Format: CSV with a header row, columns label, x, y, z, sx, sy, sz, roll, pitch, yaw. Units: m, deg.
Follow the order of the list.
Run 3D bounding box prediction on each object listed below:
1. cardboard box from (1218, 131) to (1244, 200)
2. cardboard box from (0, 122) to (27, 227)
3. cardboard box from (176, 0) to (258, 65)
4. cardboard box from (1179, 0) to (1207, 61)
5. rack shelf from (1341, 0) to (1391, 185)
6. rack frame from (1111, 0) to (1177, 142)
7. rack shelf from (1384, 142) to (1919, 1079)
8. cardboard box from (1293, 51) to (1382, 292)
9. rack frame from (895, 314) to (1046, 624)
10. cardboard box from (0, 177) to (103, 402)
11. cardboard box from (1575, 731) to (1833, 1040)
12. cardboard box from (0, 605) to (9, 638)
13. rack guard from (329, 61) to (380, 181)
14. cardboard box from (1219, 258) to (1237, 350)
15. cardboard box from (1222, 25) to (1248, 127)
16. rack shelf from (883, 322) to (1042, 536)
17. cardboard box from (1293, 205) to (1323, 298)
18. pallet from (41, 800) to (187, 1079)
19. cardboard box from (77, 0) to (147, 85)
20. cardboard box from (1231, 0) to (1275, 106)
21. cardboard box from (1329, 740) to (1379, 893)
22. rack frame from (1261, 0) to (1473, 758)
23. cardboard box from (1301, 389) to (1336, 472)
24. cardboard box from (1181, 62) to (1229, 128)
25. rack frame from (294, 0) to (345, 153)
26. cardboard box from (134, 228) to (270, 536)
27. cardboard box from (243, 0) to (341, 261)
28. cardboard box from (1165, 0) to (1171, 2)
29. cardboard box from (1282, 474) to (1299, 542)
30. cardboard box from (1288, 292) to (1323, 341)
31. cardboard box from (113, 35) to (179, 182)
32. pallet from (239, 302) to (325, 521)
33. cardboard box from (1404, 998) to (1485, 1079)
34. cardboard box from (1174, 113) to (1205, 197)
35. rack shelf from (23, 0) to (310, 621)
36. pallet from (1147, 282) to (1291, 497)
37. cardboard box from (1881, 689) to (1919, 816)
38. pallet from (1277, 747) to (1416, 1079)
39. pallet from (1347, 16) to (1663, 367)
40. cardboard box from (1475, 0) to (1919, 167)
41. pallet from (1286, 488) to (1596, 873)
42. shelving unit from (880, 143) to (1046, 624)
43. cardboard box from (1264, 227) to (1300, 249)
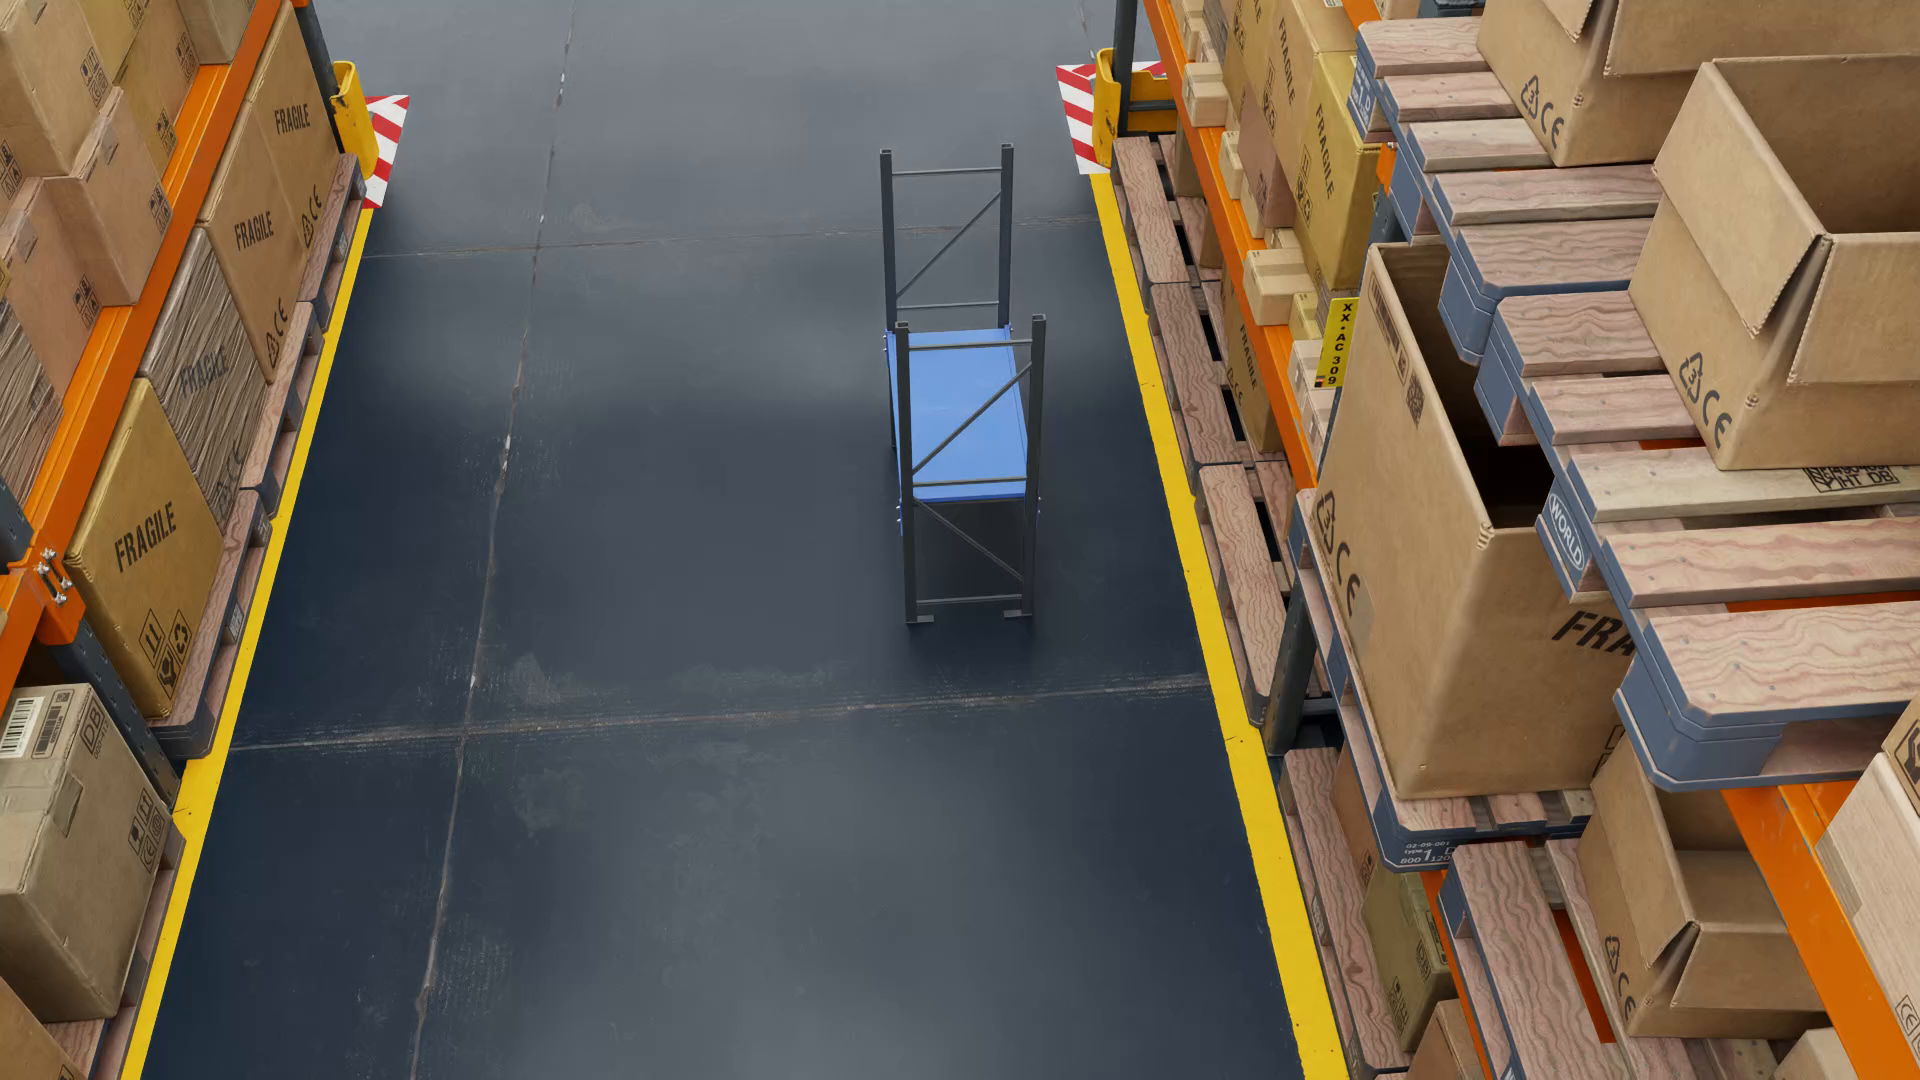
label,x,y,z,sx,sy,sz,roll,pitch,yaw
cardboard box,1.205,-1.441,6.358,0.380,0.149,0.250,-3,47,-3
cardboard box,-3.483,-1.158,5.070,0.875,0.550,0.550,-3,47,-3
cardboard box,-3.515,-2.358,6.950,0.875,0.550,0.550,-3,47,-3
cardboard box,1.141,-2.165,7.044,0.380,0.149,0.250,-3,47,-3
rack shelf,1.459,-2.534,5.650,1.077,0.370,4.000,-3,47,-3
rack frame,1.292,-3.197,7.848,1.000,3.000,0.127,-3,47,-3
rack shelf,1.794,0.360,2.909,1.077,0.370,4.000,-3,47,-3
cardboard box,1.315,-1.092,4.893,0.500,0.500,0.500,-3,47,-3
rack frame,0.035,-0.210,6.052,0.500,1.500,0.032,-3,47,-3
cardboard box,-3.436,-0.789,5.465,0.875,0.550,0.550,-3,47,-3
cardboard box,1.864,0.766,3.735,0.797,0.503,0.637,1,47,1
cardboard box,-3.014,0.252,4.513,0.500,0.500,0.500,-4,47,-4
rack guard,-3.661,-2.127,8.556,1.175,0.500,0.348,-3,47,-3
cardboard box,1.445,-1.145,7.337,0.500,0.500,0.500,0,47,0
cardboard box,1.501,-1.853,6.302,0.875,0.500,0.500,-3,47,-3
rack shelf,-0.007,-0.454,6.531,0.538,0.185,1.000,-3,47,-3
cardboard box,1.644,-1.133,5.620,0.875,0.500,0.500,-3,47,-3
pallet,-3.185,1.438,5.379,1.003,0.211,1.213,-3,47,-3
cardboard box,-3.443,-1.940,5.810,0.875,0.550,0.500,-3,47,-3
cardboard box,1.231,-1.816,5.578,0.500,0.500,0.500,-3,47,-3
cardboard box,1.656,0.851,5.433,0.700,0.500,0.500,-7,47,-6
rack frame,1.626,-0.303,5.108,1.000,3.000,0.127,-3,47,-3
cardboard box,1.316,-0.354,5.329,0.380,0.149,0.250,-3,47,-3
cardboard box,1.107,-1.799,6.697,0.380,0.149,0.250,-3,47,-3
rack frame,-3.659,-2.969,7.632,1.000,3.000,0.127,-3,47,-3
cardboard box,-3.387,-0.600,6.563,0.875,0.875,0.875,-3,47,-3
cardboard box,-3.537,-1.896,7.790,0.875,0.875,0.875,-3,47,-3
cardboard box,1.086,-2.526,7.386,0.380,0.149,0.250,-3,47,-3
cardboard box,1.577,-0.294,6.531,0.500,0.500,0.500,10,47,9
cardboard box,1.343,-0.720,5.676,0.380,0.149,0.250,-3,47,-3
cardboard box,-3.508,-1.564,6.199,0.875,0.550,0.500,-3,47,-3
pallet,-3.415,-0.556,7.267,1.003,0.211,1.213,-3,47,-3
cardboard box,1.725,1.602,4.722,0.700,0.500,0.500,-7,47,-7
cardboard box,1.327,-2.029,8.175,0.500,0.500,0.500,4,47,4
rack shelf,-3.492,-1.274,6.523,1.077,0.370,4.000,-3,47,-3
pallet,1.430,-0.713,7.416,1.003,0.211,1.213,-3,47,-3
cardboard box,1.592,0.294,2.063,0.500,0.500,0.500,-3,47,-3
pallet,1.693,1.219,5.587,1.003,0.211,1.213,-3,47,-3
pallet,1.572,-0.817,3.658,1.213,0.211,1.003,-3,47,-3
cardboard box,1.567,-1.168,3.501,0.797,0.503,0.637,-6,47,-5
pallet,1.545,0.325,4.645,1.003,0.211,1.213,-3,47,-3
shelving unit,-0.007,-0.577,6.400,0.538,1.500,1.048,-3,47,-3
cardboard box,1.322,-1.083,6.020,0.380,0.149,0.250,-3,47,-3
